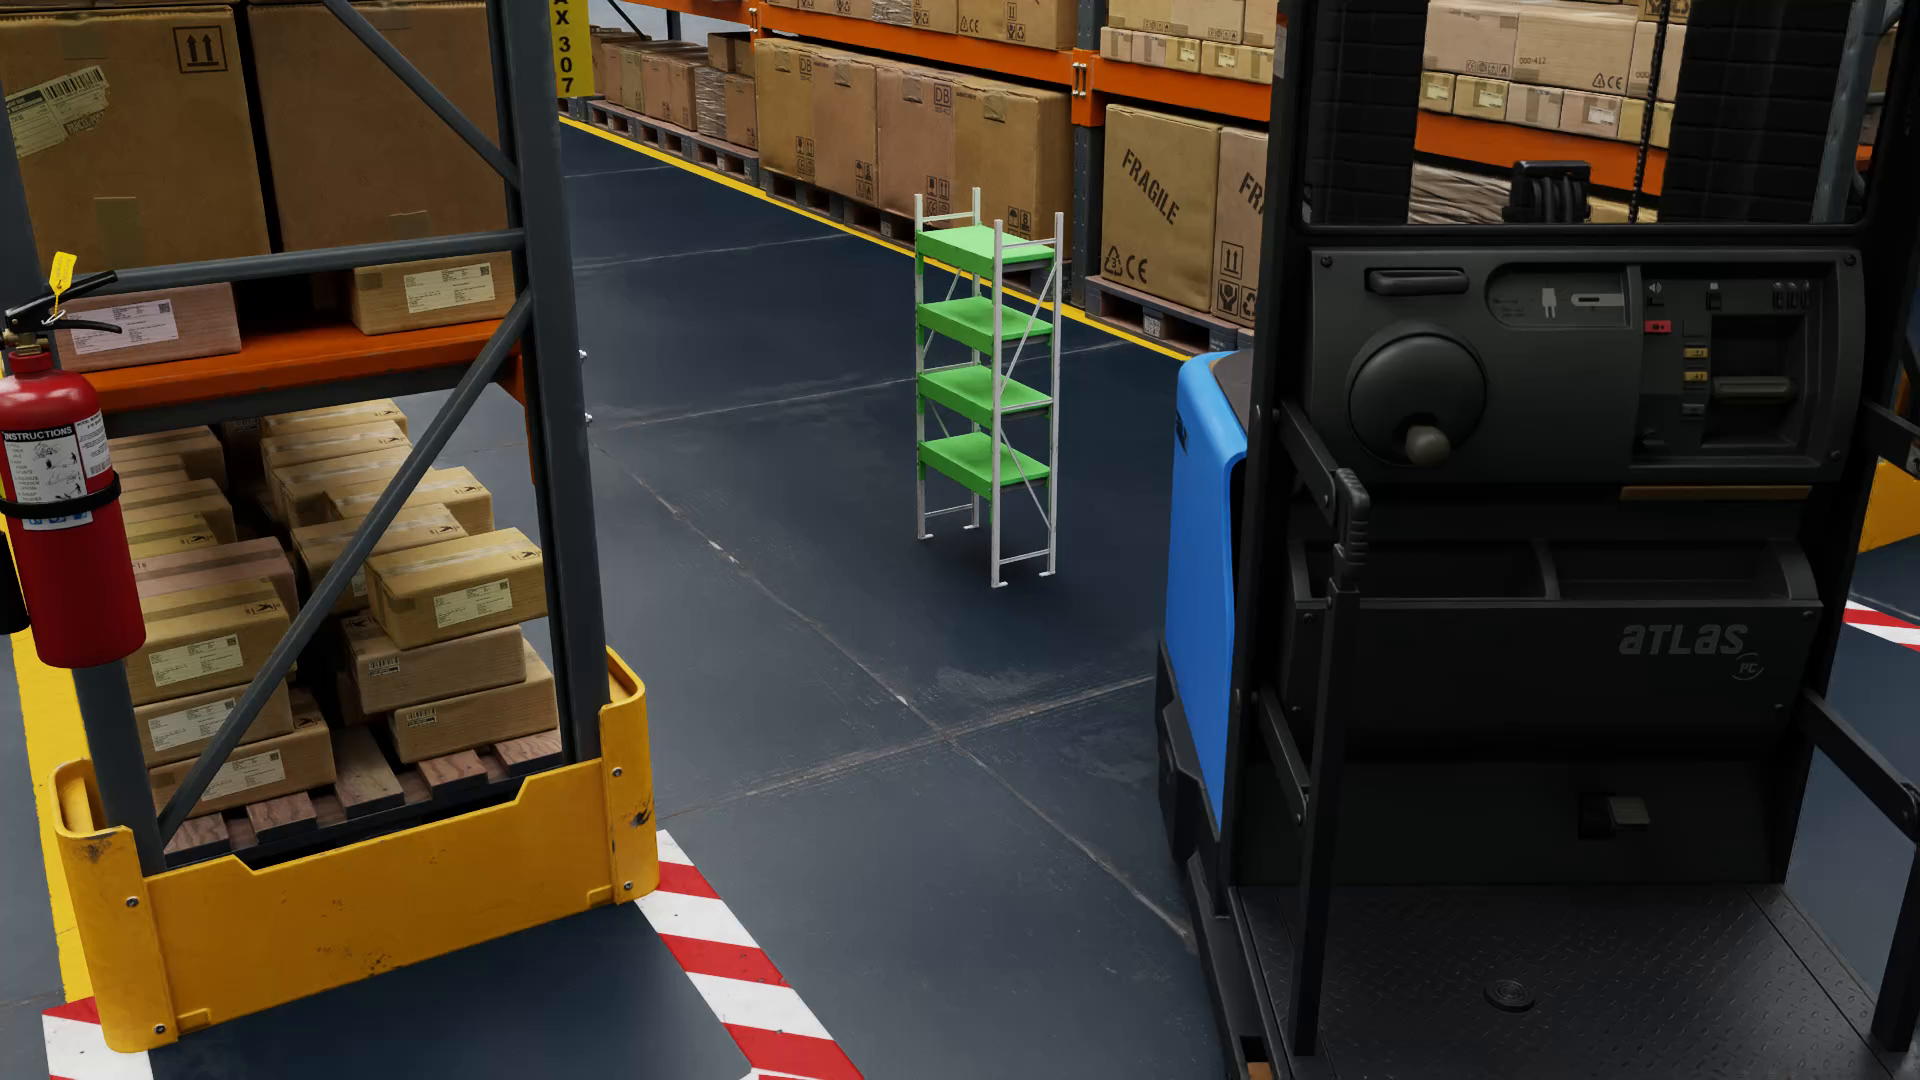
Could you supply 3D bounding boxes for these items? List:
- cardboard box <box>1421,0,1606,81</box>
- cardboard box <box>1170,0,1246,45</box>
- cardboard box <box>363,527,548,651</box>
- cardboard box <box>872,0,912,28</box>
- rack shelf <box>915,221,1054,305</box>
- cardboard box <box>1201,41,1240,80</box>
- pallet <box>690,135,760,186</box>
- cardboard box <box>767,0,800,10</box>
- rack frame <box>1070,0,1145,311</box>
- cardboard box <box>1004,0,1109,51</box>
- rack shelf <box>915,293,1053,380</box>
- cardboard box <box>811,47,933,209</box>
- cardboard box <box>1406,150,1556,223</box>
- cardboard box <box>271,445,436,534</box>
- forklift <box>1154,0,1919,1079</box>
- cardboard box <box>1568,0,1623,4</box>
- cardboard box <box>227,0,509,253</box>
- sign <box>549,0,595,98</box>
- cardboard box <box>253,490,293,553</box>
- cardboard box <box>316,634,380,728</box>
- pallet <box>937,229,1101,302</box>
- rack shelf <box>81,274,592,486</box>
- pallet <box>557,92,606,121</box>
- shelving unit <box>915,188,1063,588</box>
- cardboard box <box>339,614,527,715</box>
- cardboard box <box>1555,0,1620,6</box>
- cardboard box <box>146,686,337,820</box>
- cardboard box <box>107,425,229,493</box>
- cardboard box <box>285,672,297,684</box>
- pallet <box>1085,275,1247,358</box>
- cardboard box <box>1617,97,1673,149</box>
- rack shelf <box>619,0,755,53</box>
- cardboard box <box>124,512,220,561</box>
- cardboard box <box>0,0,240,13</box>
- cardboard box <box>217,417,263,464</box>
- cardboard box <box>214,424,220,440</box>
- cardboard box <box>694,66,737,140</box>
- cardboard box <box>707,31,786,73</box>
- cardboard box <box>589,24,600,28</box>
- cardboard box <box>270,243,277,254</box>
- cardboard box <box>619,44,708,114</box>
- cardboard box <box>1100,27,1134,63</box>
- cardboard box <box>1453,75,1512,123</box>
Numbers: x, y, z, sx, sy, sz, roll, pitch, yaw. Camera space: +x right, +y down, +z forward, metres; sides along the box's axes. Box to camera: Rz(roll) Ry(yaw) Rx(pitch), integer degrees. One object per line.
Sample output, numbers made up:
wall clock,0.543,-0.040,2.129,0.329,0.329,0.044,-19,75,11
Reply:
cardboard box,2.098,-1.928,6.376,0.500,0.250,0.500,-14,26,-30
cardboard box,1.314,-2.424,7.596,0.500,0.250,0.500,-13,25,-28
cardboard box,-1.198,0.112,3.991,0.380,0.149,0.250,-14,26,-31
cardboard box,-0.195,-3.358,9.956,0.500,0.500,0.500,-13,25,-28
rack shelf,0.085,-0.888,5.297,0.258,0.148,0.480,-13,25,-28
cardboard box,1.320,-2.189,7.547,0.380,0.149,0.250,-13,26,-30
pallet,-1.392,-2.976,12.854,1.003,0.211,1.213,-13,25,-28
cardboard box,-0.979,-3.852,11.171,0.500,0.500,0.500,-12,25,-27
rack frame,1.050,-2.720,8.520,1.000,3.000,0.127,-13,25,-28
cardboard box,0.576,-2.865,8.744,0.500,0.500,0.500,-13,25,-28
rack shelf,0.085,-0.665,5.387,0.258,0.148,0.480,-13,25,-28
cardboard box,-0.210,-2.708,10.754,1.225,0.875,0.875,-13,25,-28
cardboard box,2.232,-1.122,6.852,0.875,0.875,0.875,-13,25,-28
cardboard box,-1.659,-0.125,4.574,0.380,0.149,0.250,-14,26,-31
forklift,1.059,-0.281,2.611,1.130,2.935,3.031,0,22,-1
cardboard box,2.555,-2.377,6.483,0.500,0.500,0.500,-13,26,-30
cardboard box,-1.215,-0.886,3.481,0.500,0.500,0.500,-11,25,-26
sign,-0.756,-1.009,3.161,0.100,0.325,0.005,-13,25,-28
cardboard box,-1.817,-0.068,4.828,0.380,0.149,0.250,-14,26,-31
cardboard box,-1.419,0.322,4.264,0.380,0.149,0.250,-13,25,-28
pallet,0.591,-1.664,9.624,1.003,0.211,1.213,-13,25,-28
rack shelf,-2.244,-0.818,4.796,1.077,0.370,4.000,-13,25,-28
pallet,-3.410,-4.229,15.934,1.003,0.211,1.213,-13,25,-28
shelving unit,0.085,-0.502,5.454,0.258,1.200,0.503,-13,25,-28
cardboard box,-1.270,0.265,4.008,0.380,0.149,0.250,-11,25,-26
cardboard box,2.555,-2.031,6.629,0.500,0.250,0.500,-14,26,-30
cardboard box,-1.671,0.492,3.846,0.380,0.149,0.250,-12,25,-27
cardboard box,-2.334,-0.207,4.775,0.380,0.149,0.250,-14,26,-30
cardboard box,-1.825,0.274,3.988,0.380,0.149,0.250,-13,26,-29
pallet,1.371,-1.167,8.402,1.003,0.211,1.213,-13,25,-28
cardboard box,2.494,-1.445,5.716,0.380,0.149,0.250,-12,25,-28
rack shelf,-2.015,-4.329,13.434,1.077,0.370,4.000,-13,25,-28
cardboard box,-2.032,0.072,4.088,0.380,0.149,0.250,-13,26,-29
cardboard box,-1.670,-1.251,3.051,0.500,0.500,0.500,-13,26,-29
cardboard box,-2.098,-0.373,5.185,0.380,0.149,0.250,-13,25,-28
cardboard box,-2.221,-0.332,5.477,0.380,0.149,0.250,-14,26,-31
cardboard box,-1.647,-3.451,13.053,0.700,0.500,0.500,-15,27,-33
cardboard box,-1.641,-3.789,12.889,0.500,0.250,0.500,-10,24,-22
cardboard box,-3.891,-4.853,16.530,0.500,0.500,0.500,-15,27,-33
cardboard box,-1.614,-0.785,4.092,0.380,0.149,0.250,-11,25,-26
cardboard box,-2.514,-3.995,14.391,0.700,0.500,0.500,-13,25,-29
cardboard box,0.915,-2.444,8.174,0.380,0.149,0.250,-13,25,-28
cardboard box,2.105,-1.691,6.322,0.380,0.149,0.250,-13,26,-29
